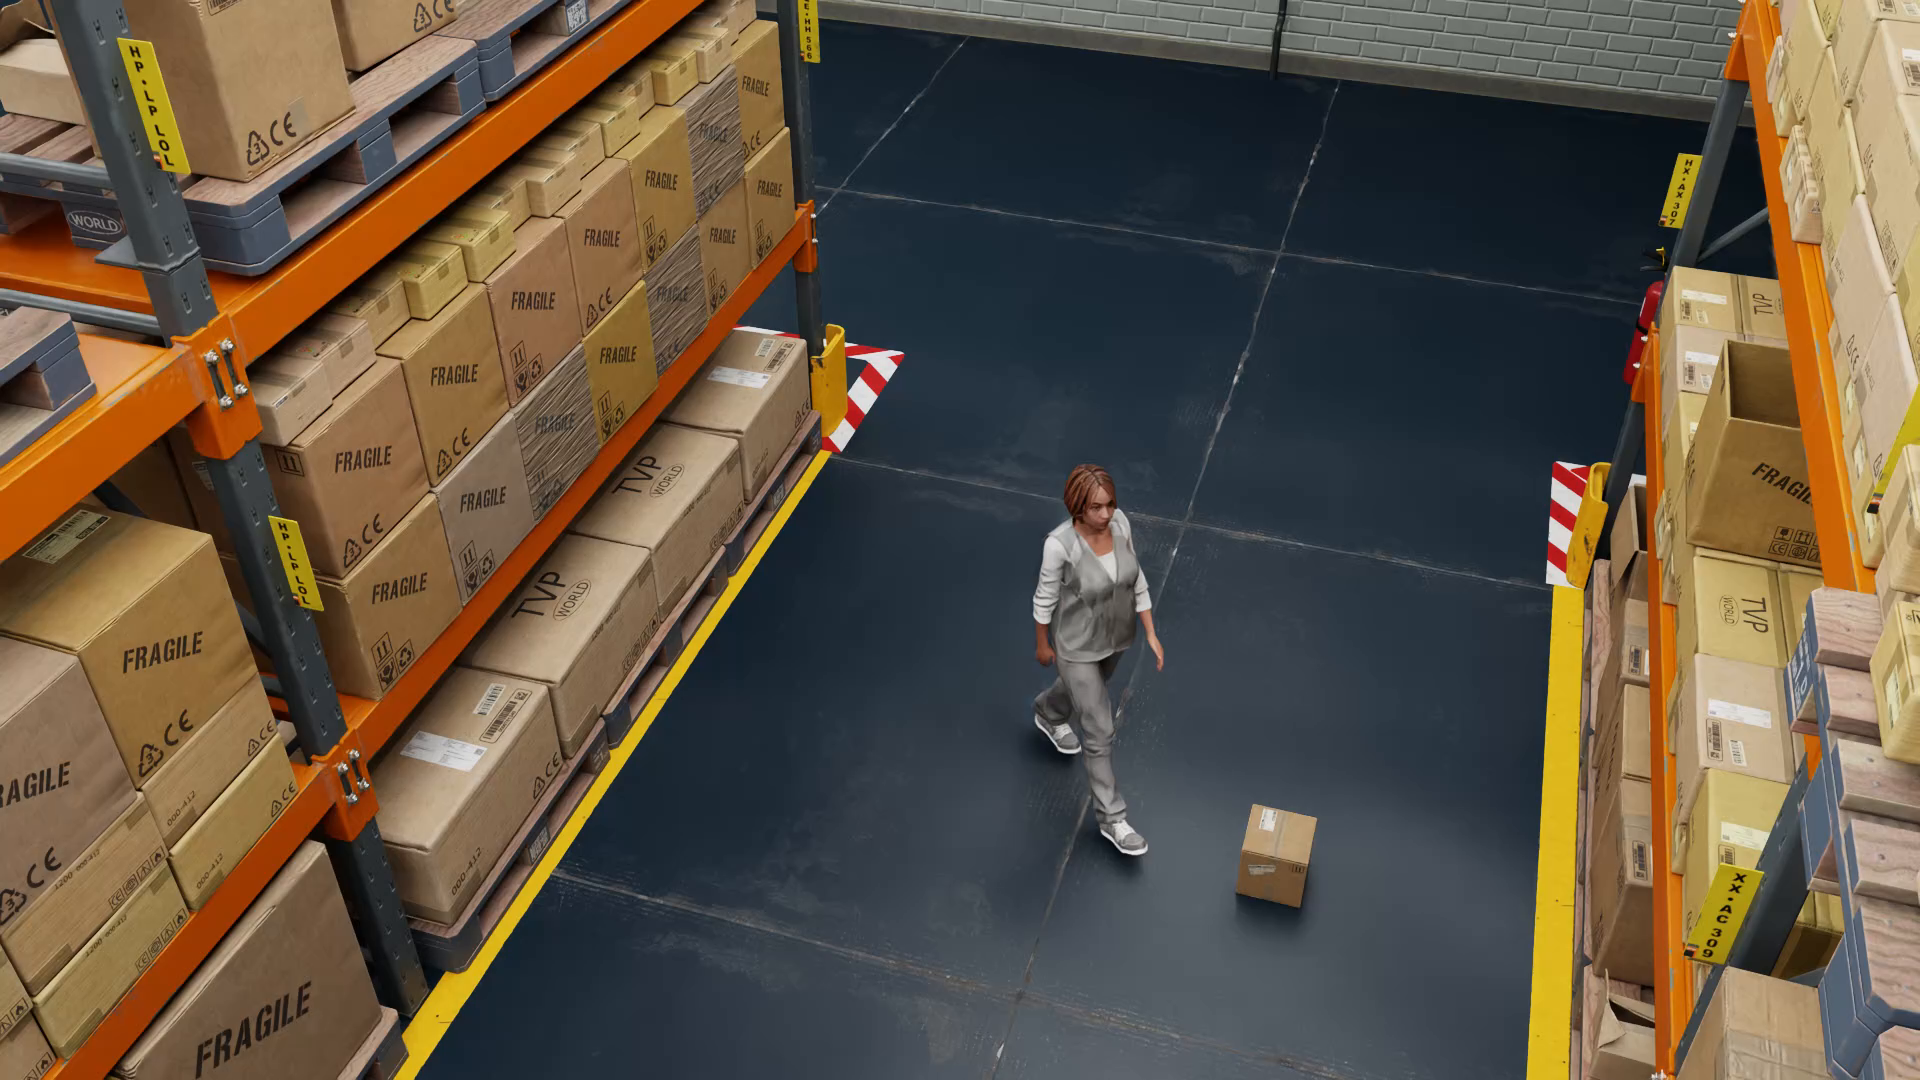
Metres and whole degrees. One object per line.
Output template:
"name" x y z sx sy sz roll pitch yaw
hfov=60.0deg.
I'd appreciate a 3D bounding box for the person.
"person" 0.547 0.400 6.365 0.419 1.550 0.881 -26 45 -30
